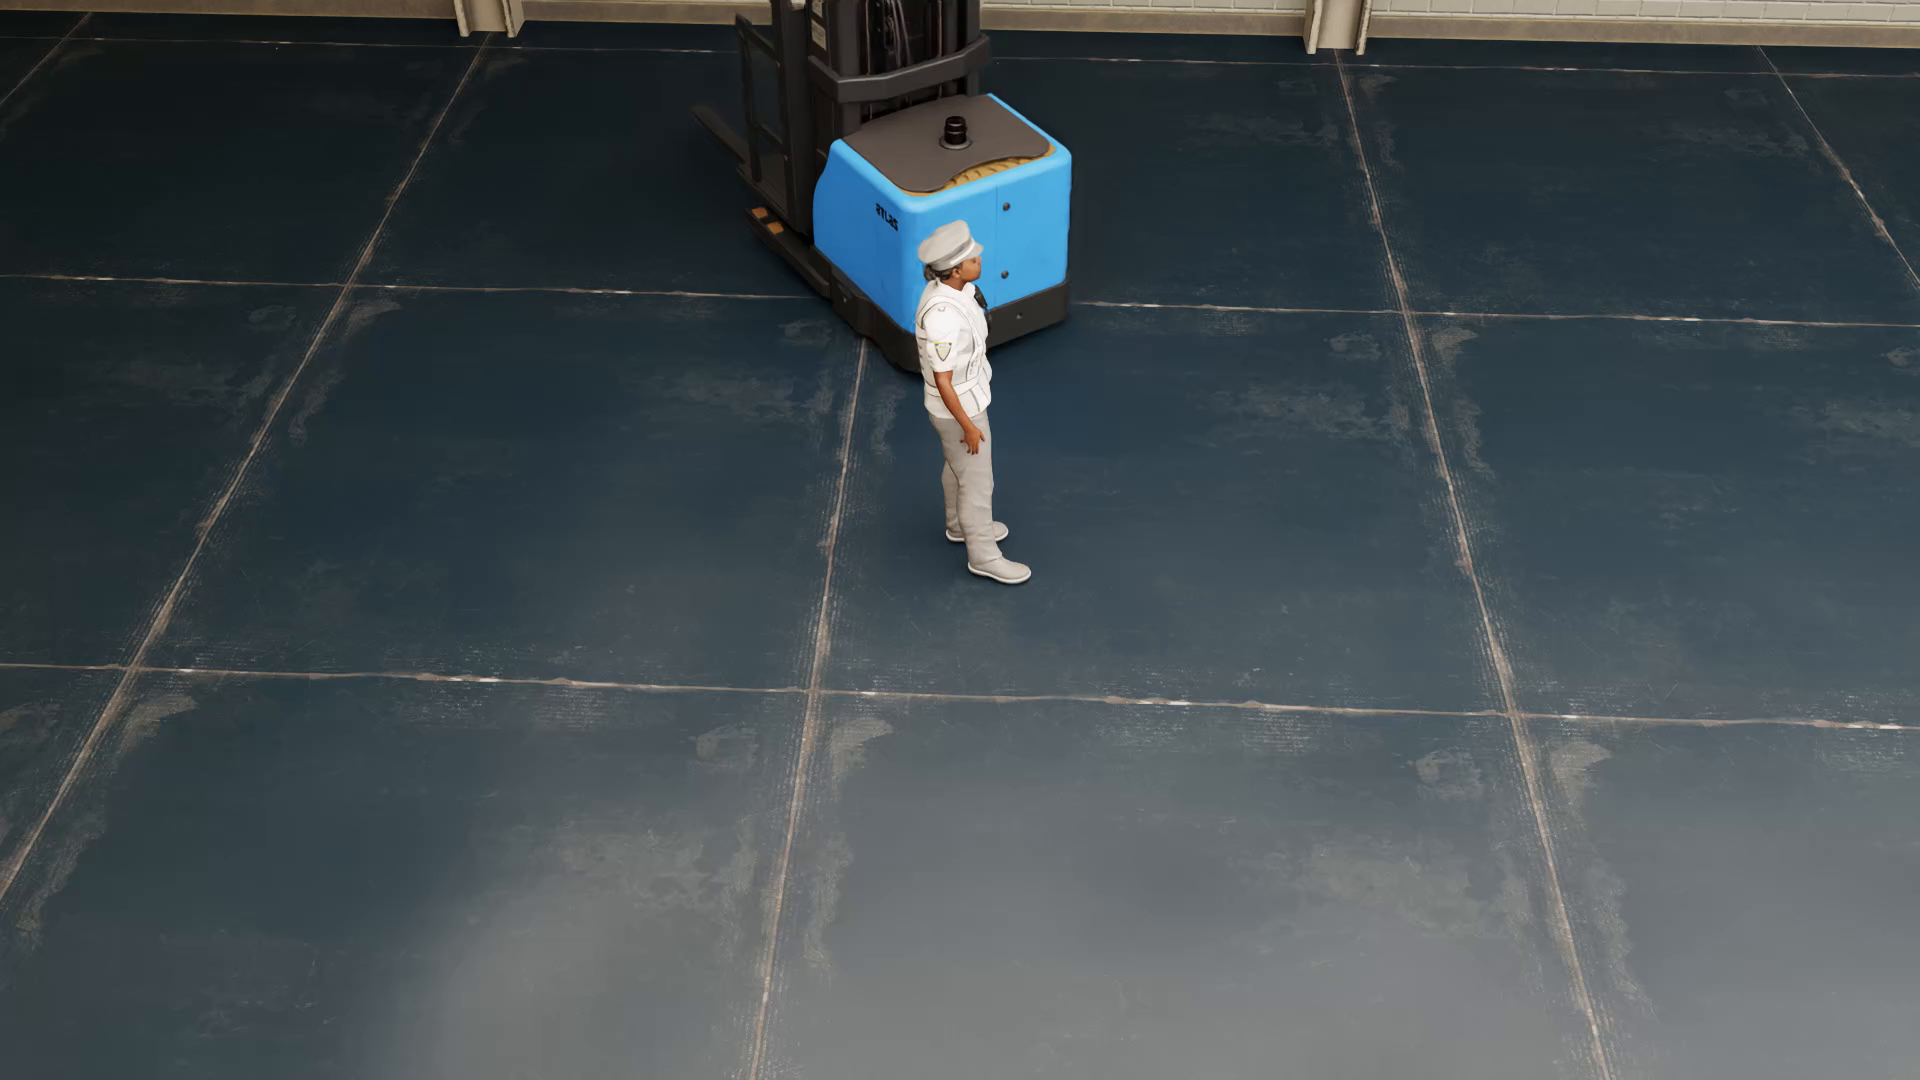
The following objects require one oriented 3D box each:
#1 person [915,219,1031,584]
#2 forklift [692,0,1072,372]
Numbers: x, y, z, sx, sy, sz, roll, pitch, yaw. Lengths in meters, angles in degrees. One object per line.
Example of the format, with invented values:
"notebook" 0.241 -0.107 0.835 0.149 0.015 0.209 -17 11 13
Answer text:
"person" 0.074 -0.615 7.323 0.530 1.695 0.569 2 42 2
"forklift" -0.620 -2.937 8.959 1.130 2.935 3.031 -23 47 -23
